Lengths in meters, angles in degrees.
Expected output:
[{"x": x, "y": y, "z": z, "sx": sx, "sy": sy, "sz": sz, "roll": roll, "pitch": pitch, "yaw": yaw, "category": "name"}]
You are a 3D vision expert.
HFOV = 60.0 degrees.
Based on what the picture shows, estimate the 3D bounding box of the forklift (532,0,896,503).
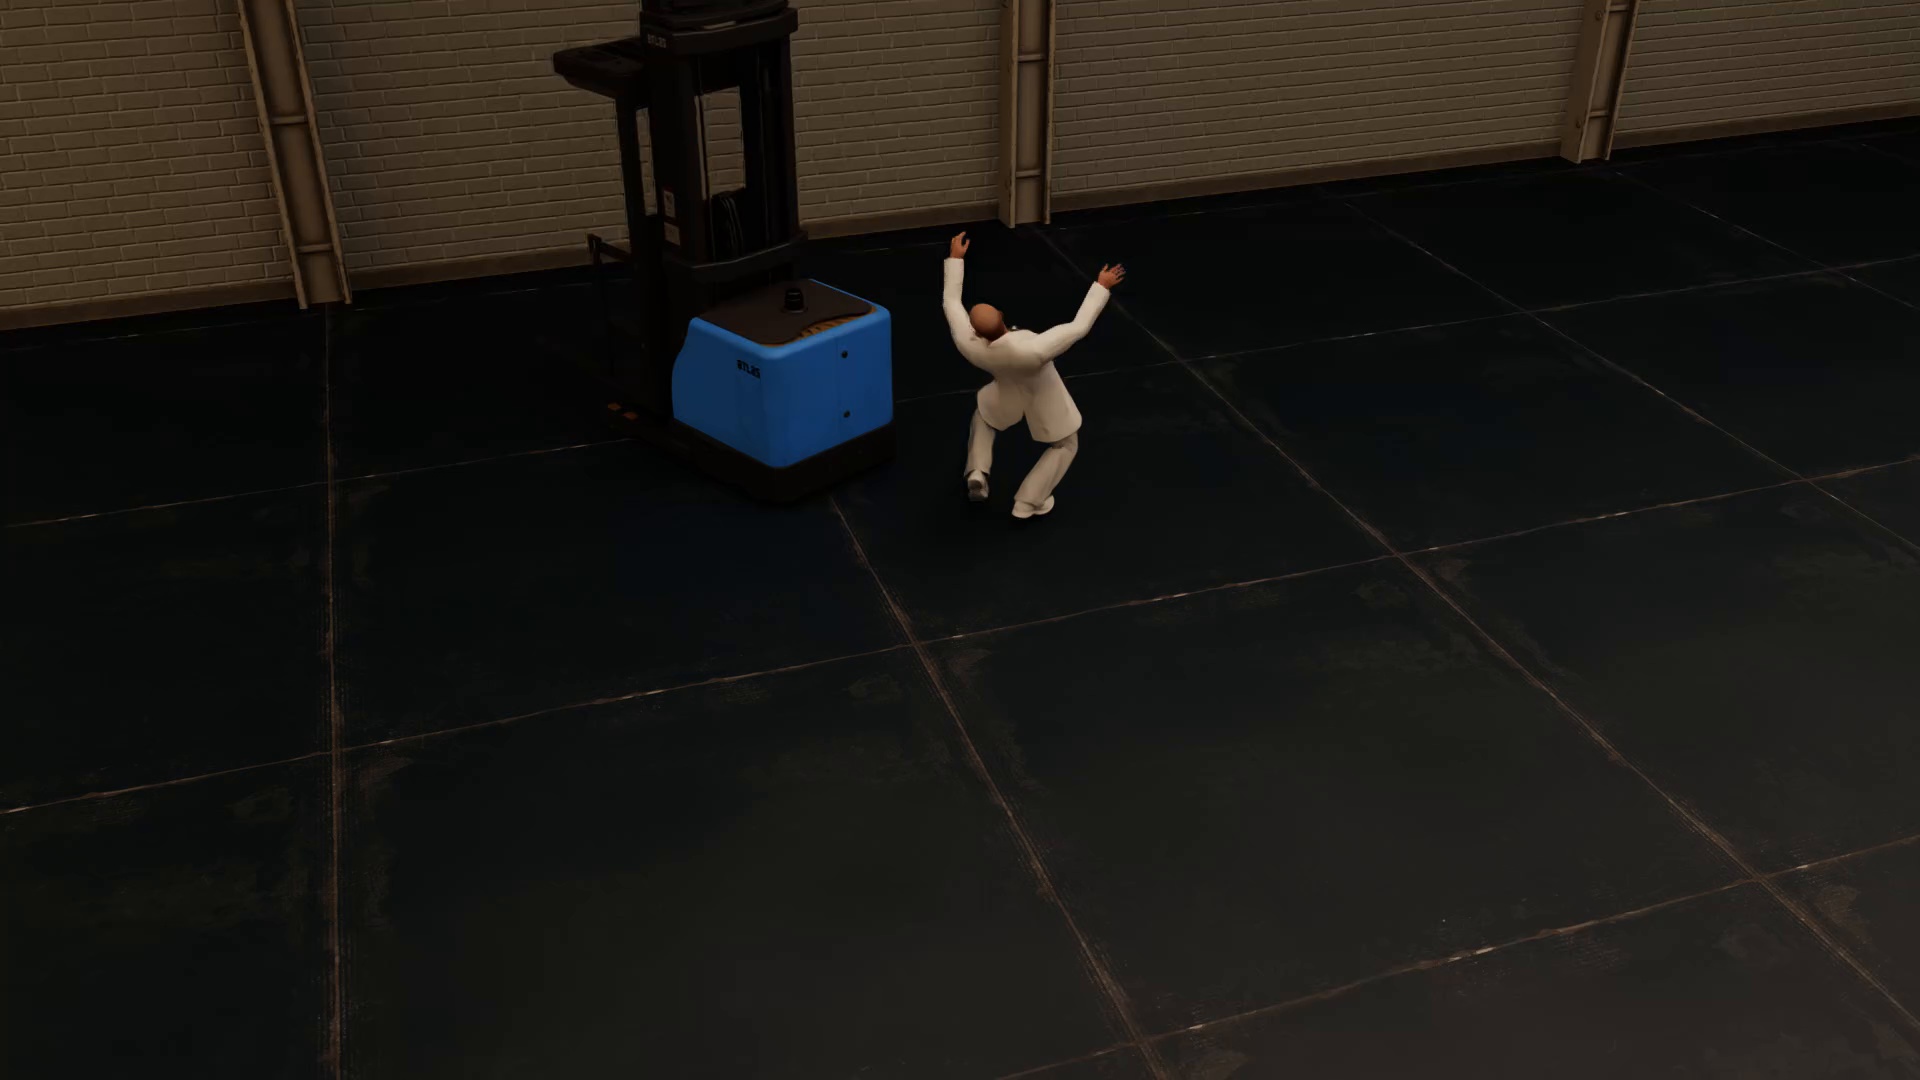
[{"x": -1.817, "y": -2.132, "z": 10.792, "sx": 3.031, "sy": 2.935, "sz": 1.130, "roll": 26, "pitch": 39, "yaw": 38, "category": "forklift"}]

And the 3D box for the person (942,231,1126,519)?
[{"x": 0.370, "y": -0.910, "z": 9.914, "sx": 1.049, "sy": 1.714, "sz": 0.748, "roll": 11, "pitch": 32, "yaw": 19, "category": "person"}]
